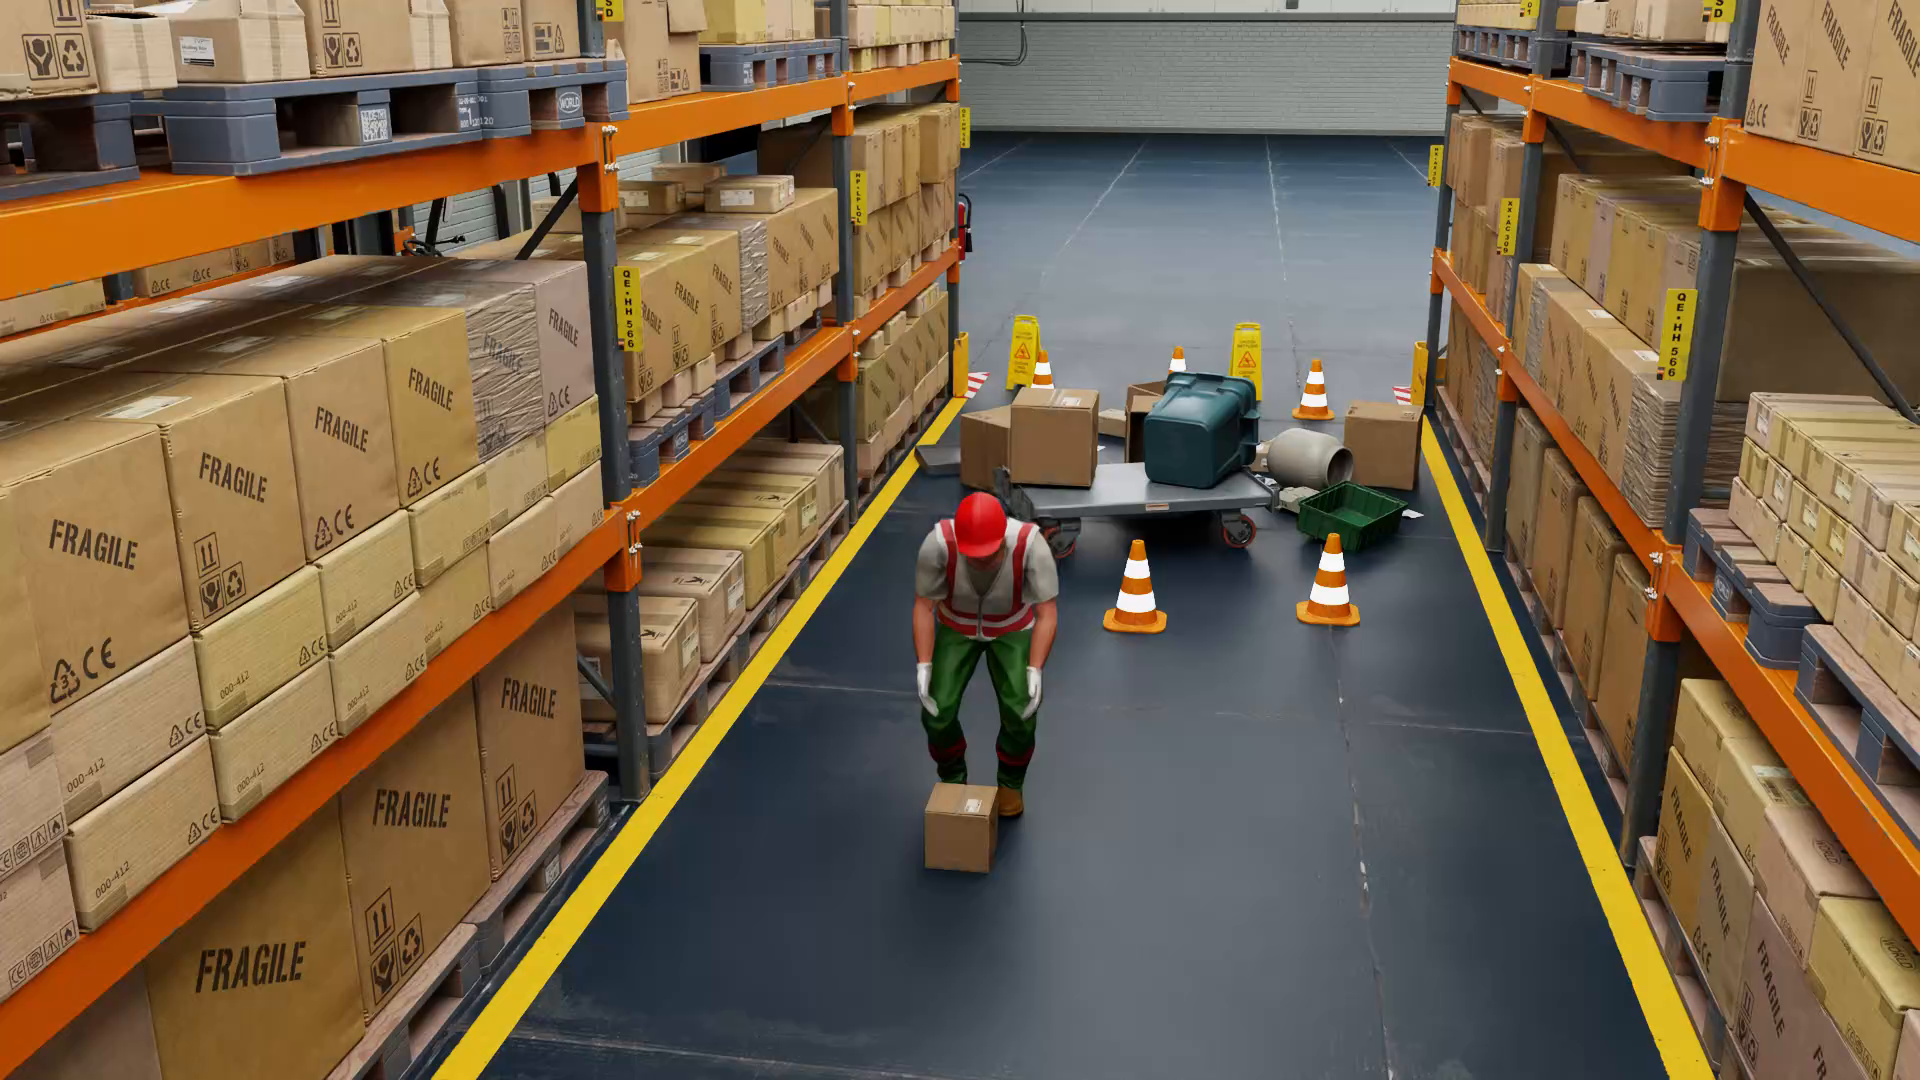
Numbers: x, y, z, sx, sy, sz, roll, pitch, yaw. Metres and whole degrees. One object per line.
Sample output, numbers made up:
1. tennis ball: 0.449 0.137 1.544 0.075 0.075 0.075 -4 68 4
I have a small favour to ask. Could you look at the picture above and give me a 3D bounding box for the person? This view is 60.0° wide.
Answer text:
1. person: 0.112 0.438 6.712 0.583 1.442 0.750 3 18 9
